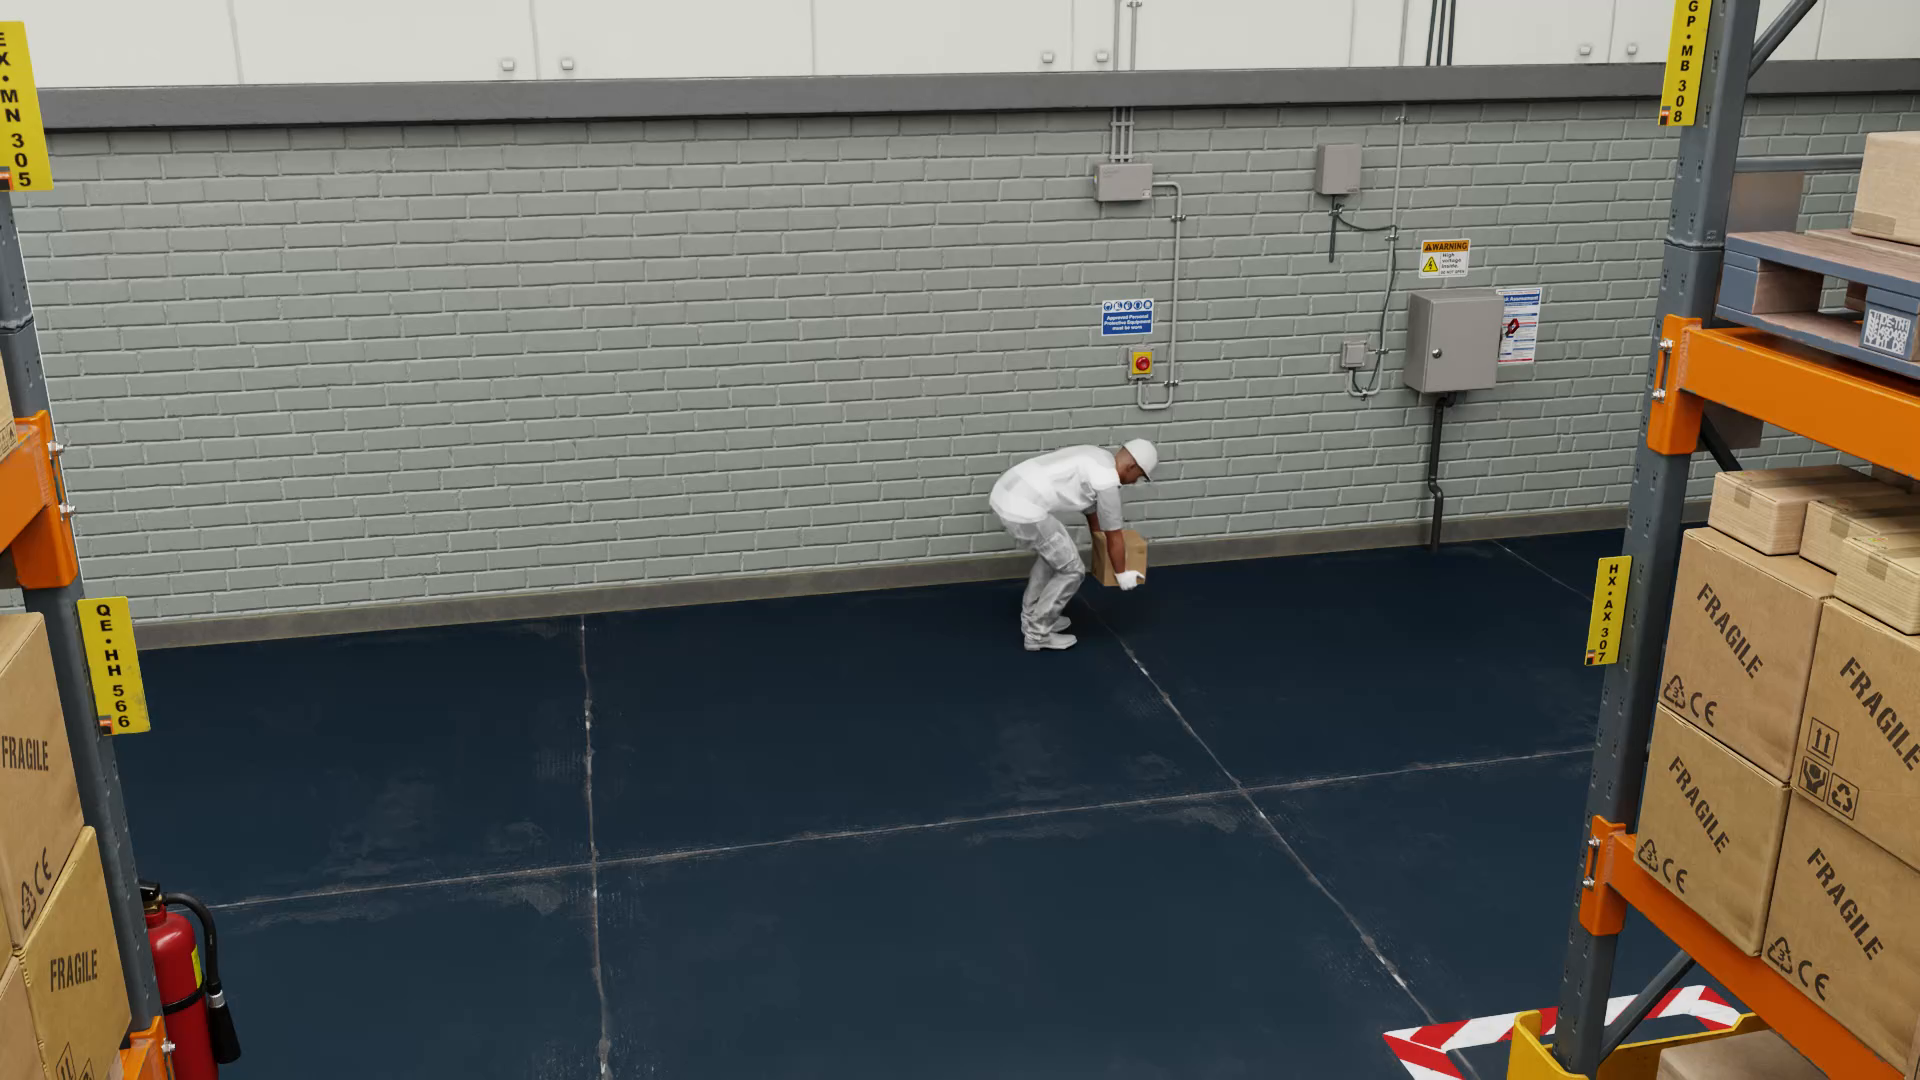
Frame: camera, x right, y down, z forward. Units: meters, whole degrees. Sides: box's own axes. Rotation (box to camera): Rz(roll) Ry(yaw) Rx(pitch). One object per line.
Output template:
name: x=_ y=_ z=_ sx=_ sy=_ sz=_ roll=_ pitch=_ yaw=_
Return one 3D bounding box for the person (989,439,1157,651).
person: x=0.651 y=0.008 z=9.469 sx=0.970 sy=1.146 sz=0.528 roll=-5 pitch=20 yaw=-15
